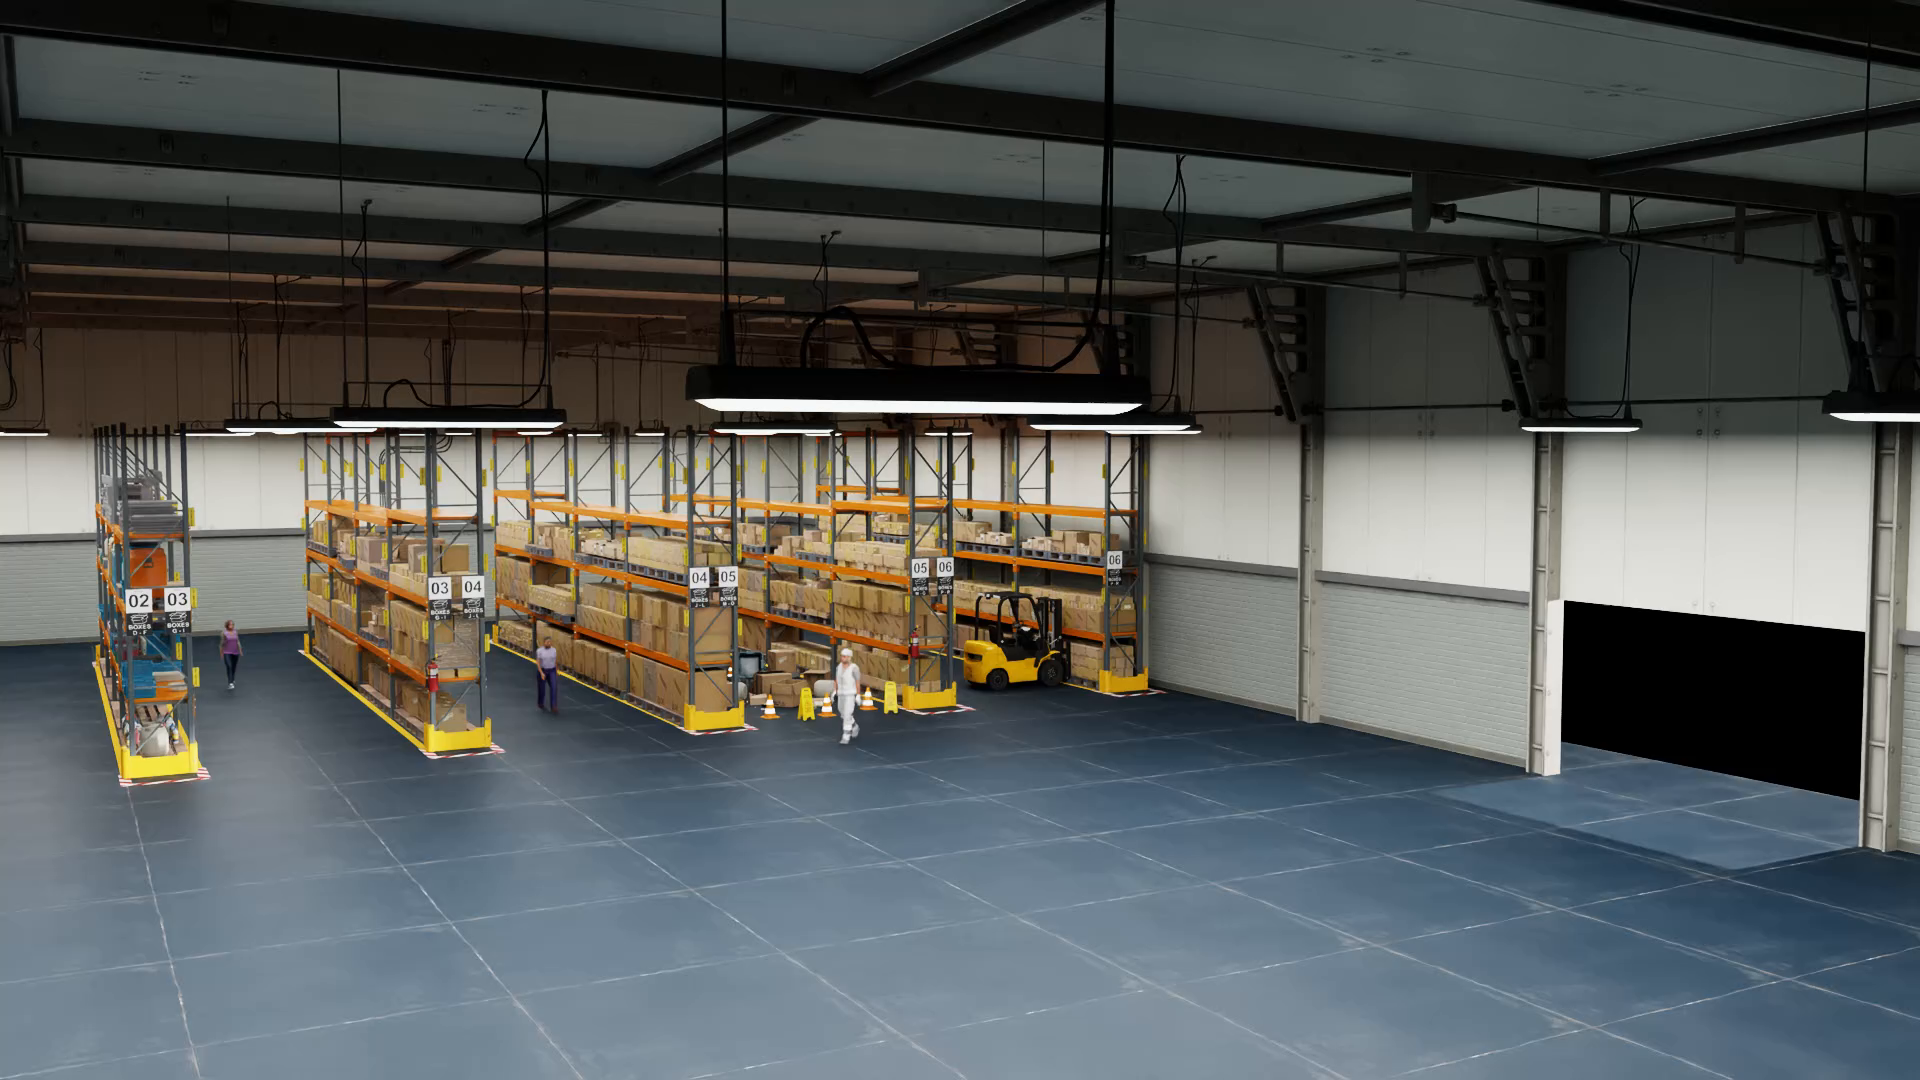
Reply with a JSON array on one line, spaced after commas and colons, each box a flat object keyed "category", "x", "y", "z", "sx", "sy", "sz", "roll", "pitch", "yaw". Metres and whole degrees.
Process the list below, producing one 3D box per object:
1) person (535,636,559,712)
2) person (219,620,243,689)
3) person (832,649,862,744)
[{"category": "person", "x": -8.683, "y": 2.806, "z": 35.004, "sx": 0.473, "sy": 1.571, "sz": 1.025, "roll": -2, "pitch": 4, "yaw": -24}, {"category": "person", "x": -16.804, "y": 2.622, "z": 38.309, "sx": 0.465, "sy": 1.511, "sz": 0.972, "roll": -2, "pitch": 4, "yaw": -35}, {"category": "person", "x": -2.105, "y": 2.930, "z": 31.458, "sx": 0.553, "sy": 1.774, "sz": 0.846, "roll": 3, "pitch": 4, "yaw": 37}]
